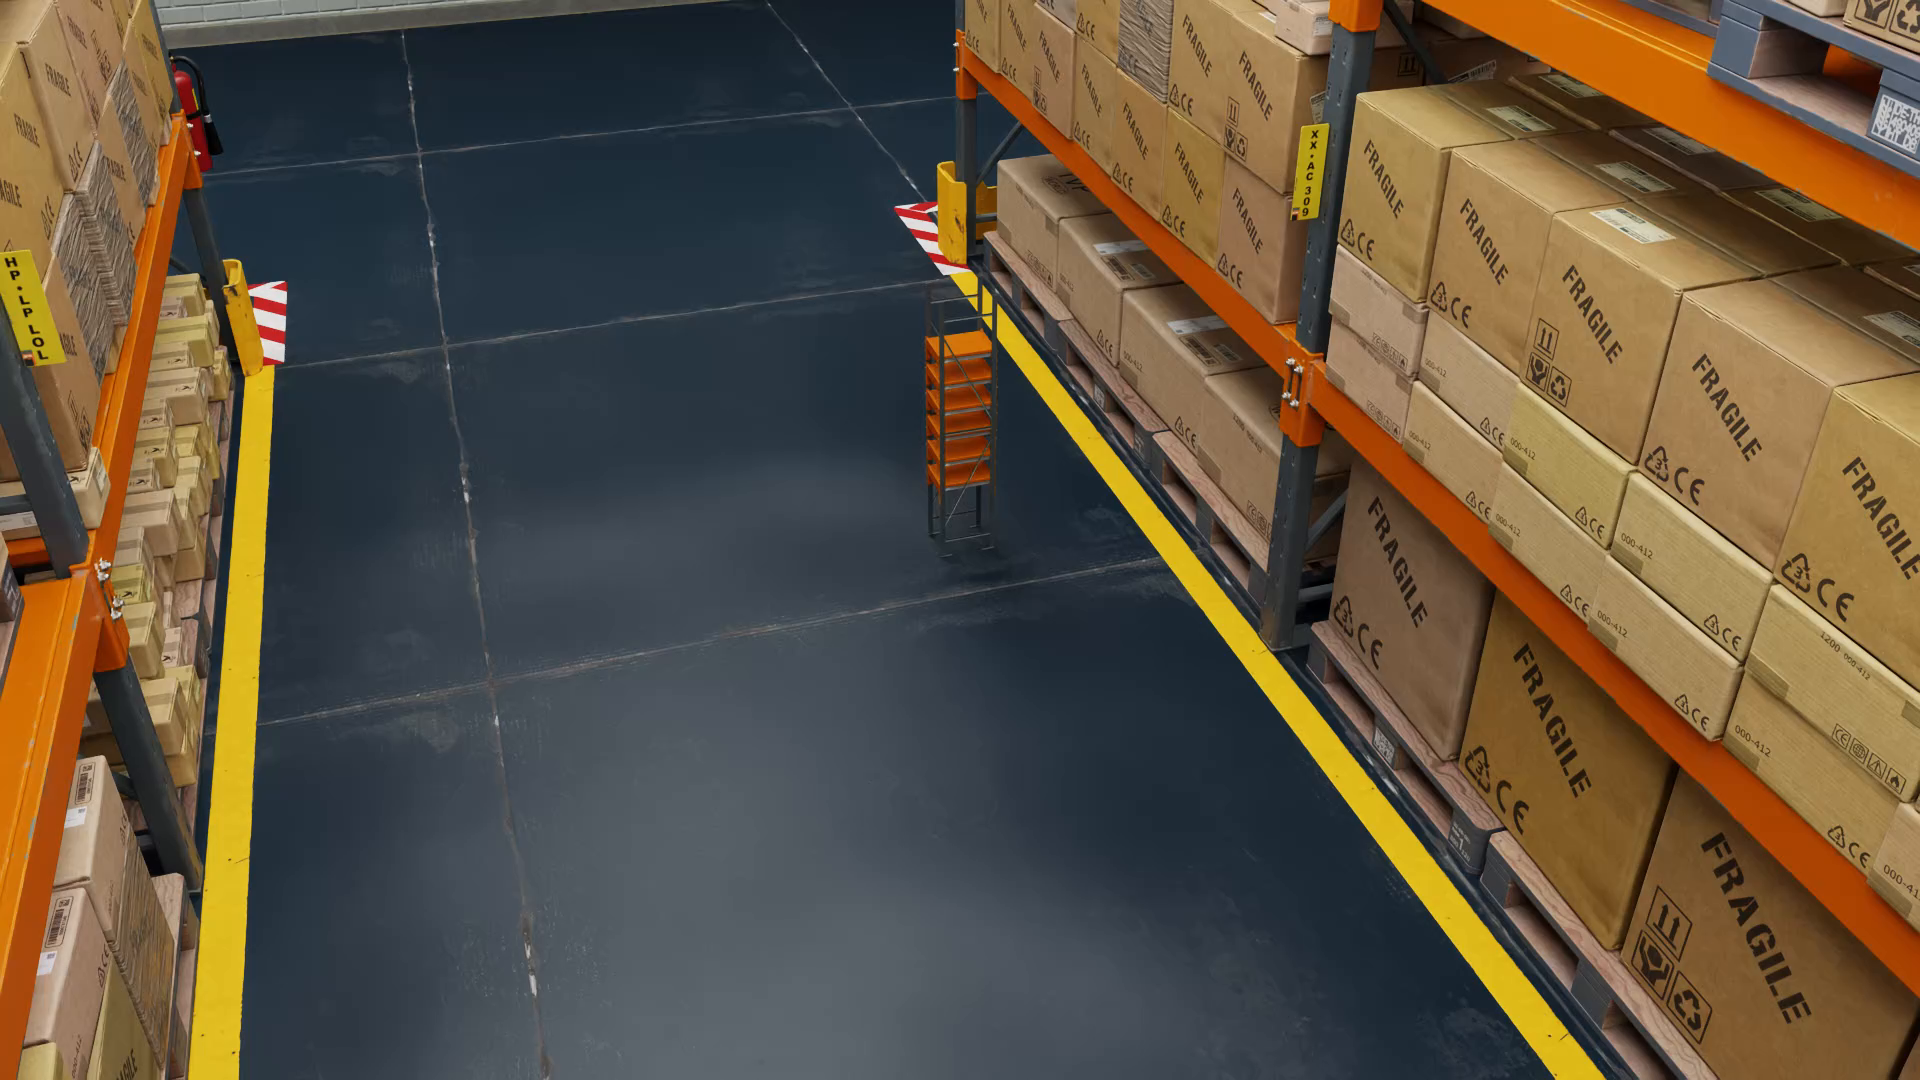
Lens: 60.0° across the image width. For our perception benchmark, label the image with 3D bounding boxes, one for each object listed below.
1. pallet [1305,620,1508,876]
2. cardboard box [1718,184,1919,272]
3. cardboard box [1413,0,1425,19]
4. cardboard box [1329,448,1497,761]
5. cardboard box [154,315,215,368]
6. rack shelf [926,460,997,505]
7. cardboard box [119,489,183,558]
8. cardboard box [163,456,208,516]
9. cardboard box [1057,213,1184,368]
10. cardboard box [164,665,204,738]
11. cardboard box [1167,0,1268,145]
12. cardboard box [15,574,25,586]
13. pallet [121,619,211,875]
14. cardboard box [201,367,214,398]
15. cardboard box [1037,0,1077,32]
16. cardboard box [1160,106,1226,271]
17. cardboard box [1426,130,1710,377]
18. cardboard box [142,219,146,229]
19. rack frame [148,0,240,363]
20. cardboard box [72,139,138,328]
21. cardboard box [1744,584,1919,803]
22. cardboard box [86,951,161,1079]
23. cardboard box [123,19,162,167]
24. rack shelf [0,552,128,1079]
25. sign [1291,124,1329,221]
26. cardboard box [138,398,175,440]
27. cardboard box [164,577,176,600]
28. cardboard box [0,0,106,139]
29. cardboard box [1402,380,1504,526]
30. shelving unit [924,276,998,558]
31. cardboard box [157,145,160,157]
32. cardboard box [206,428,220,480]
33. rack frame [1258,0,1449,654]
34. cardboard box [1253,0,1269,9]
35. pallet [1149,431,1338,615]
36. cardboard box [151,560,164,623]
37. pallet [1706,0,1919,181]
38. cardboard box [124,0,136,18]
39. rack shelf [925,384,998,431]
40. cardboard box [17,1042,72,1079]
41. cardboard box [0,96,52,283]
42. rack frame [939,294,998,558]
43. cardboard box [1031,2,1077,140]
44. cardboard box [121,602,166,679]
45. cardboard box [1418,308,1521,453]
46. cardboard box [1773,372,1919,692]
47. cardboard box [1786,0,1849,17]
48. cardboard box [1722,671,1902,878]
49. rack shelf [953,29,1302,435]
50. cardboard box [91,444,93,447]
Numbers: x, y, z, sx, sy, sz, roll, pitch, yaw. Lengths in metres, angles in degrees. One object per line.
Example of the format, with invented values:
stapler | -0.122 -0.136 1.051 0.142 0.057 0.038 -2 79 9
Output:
pallet | 1.995 0.638 6.093 1.003 0.211 1.213 -10 35 -15
cardboard box | 2.365 -0.644 4.507 0.500 0.500 0.500 -9 35 -13
cardboard box | 1.746 -1.988 5.952 0.380 0.149 0.250 -10 35 -14
cardboard box | 1.954 0.106 5.916 0.875 0.875 0.875 -9 34 -13
cardboard box | -3.590 -0.875 7.518 0.380 0.149 0.250 -11 35 -16
rack shelf | 0.004 -0.256 7.065 0.258 0.103 0.180 -10 35 -15
cardboard box | -3.155 -0.041 6.257 0.380 0.149 0.250 -9 35 -14
cardboard box | -3.281 -0.193 6.757 0.380 0.149 0.250 -10 35 -14
cardboard box | 1.052 -1.315 8.463 0.875 0.438 0.875 -9 35 -13
cardboard box | -2.881 0.597 5.831 0.380 0.149 0.250 -9 35 -13
cardboard box | 1.134 -1.846 6.325 0.500 0.500 0.500 -11 35 -15
cardboard box | -3.555 0.184 5.915 0.380 0.149 0.250 -9 34 -13
pallet | -3.233 0.785 5.871 1.003 0.211 1.213 -10 35 -15
cardboard box | -3.622 -0.741 7.585 0.380 0.149 0.250 -11 35 -17
cardboard box | 0.672 -2.638 7.523 0.500 0.500 0.500 -10 35 -15
cardboard box | 1.141 -1.429 6.601 0.500 0.500 0.500 -11 35 -16
cardboard box | 1.730 -0.835 4.795 0.500 0.500 0.500 -10 35 -15
cardboard box | -3.563 -1.364 6.822 0.380 0.149 0.250 -12 35 -17
rack frame | -4.215 -2.132 7.756 1.000 3.000 0.127 -10 35 -15
cardboard box | -3.183 -1.029 5.727 0.500 0.500 0.500 -11 35 -16
cardboard box | 2.183 0.291 3.771 0.500 0.250 0.500 -11 35 -16
cardboard box | -2.373 1.451 4.220 0.500 0.500 0.500 -11 35 -16
cardboard box | -3.681 -1.834 6.944 0.500 0.500 0.500 -11 35 -16
rack shelf | -2.385 1.318 3.187 1.077 0.370 4.000 -10 35 -15
sign | 1.160 -1.218 5.515 0.100 0.325 0.005 -10 35 -15
cardboard box | -3.462 -0.439 6.860 0.380 0.149 0.250 -11 35 -16
cardboard box | -3.247 0.215 6.409 0.380 0.149 0.250 -11 35 -17
cardboard box | -3.353 -1.702 5.838 0.500 0.500 0.500 -11 35 -16
cardboard box | 1.730 -0.308 5.132 0.500 0.250 0.500 -11 35 -16
shelving unit | 0.004 -0.493 6.908 0.258 1.200 0.189 -10 35 -15
cardboard box | -3.806 -1.767 7.431 0.380 0.149 0.250 -10 35 -15
cardboard box | -3.457 -0.355 7.271 0.380 0.149 0.250 -12 35 -17
rack frame | 1.688 -0.918 5.918 1.000 3.000 0.127 -10 35 -15
cardboard box | 1.248 -2.045 6.037 0.380 0.149 0.250 -10 35 -15
pallet | 1.531 -0.167 7.311 1.003 0.211 1.213 -10 35 -15
cardboard box | -3.152 0.232 6.113 0.380 0.149 0.250 -12 35 -17
pallet | 2.318 -0.906 3.351 1.003 0.211 1.213 -8 34 -13
cardboard box | -3.839 -2.517 7.071 0.500 0.500 0.500 -11 35 -16
rack shelf | 0.004 -0.556 6.866 0.258 0.103 0.180 -10 35 -15
cardboard box | -2.208 1.418 3.589 0.500 0.250 0.500 -12 35 -17
cardboard box | -2.901 -0.893 4.613 0.500 0.500 0.500 -9 35 -14
rack frame | 0.032 -0.445 6.835 0.240 1.200 0.006 -10 35 -15
cardboard box | 0.660 -2.228 7.810 0.500 0.500 0.500 -10 35 -15
cardboard box | -2.930 0.364 5.644 0.380 0.149 0.250 -8 34 -12
cardboard box | 1.740 -0.516 4.993 0.500 0.250 0.500 -9 35 -14
cardboard box | 2.192 -0.034 3.583 0.500 0.500 0.500 -10 35 -15
cardboard box | 1.912 -1.270 3.471 0.396 0.266 0.258 -7 34 -11
cardboard box | 2.198 0.491 3.923 0.500 0.250 0.500 -10 35 -15
rack shelf | 1.078 -1.668 7.705 1.077 0.370 4.000 -10 35 -15
cardboard box | -2.919 -0.254 5.142 0.380 0.149 0.250 -9 35 -13
